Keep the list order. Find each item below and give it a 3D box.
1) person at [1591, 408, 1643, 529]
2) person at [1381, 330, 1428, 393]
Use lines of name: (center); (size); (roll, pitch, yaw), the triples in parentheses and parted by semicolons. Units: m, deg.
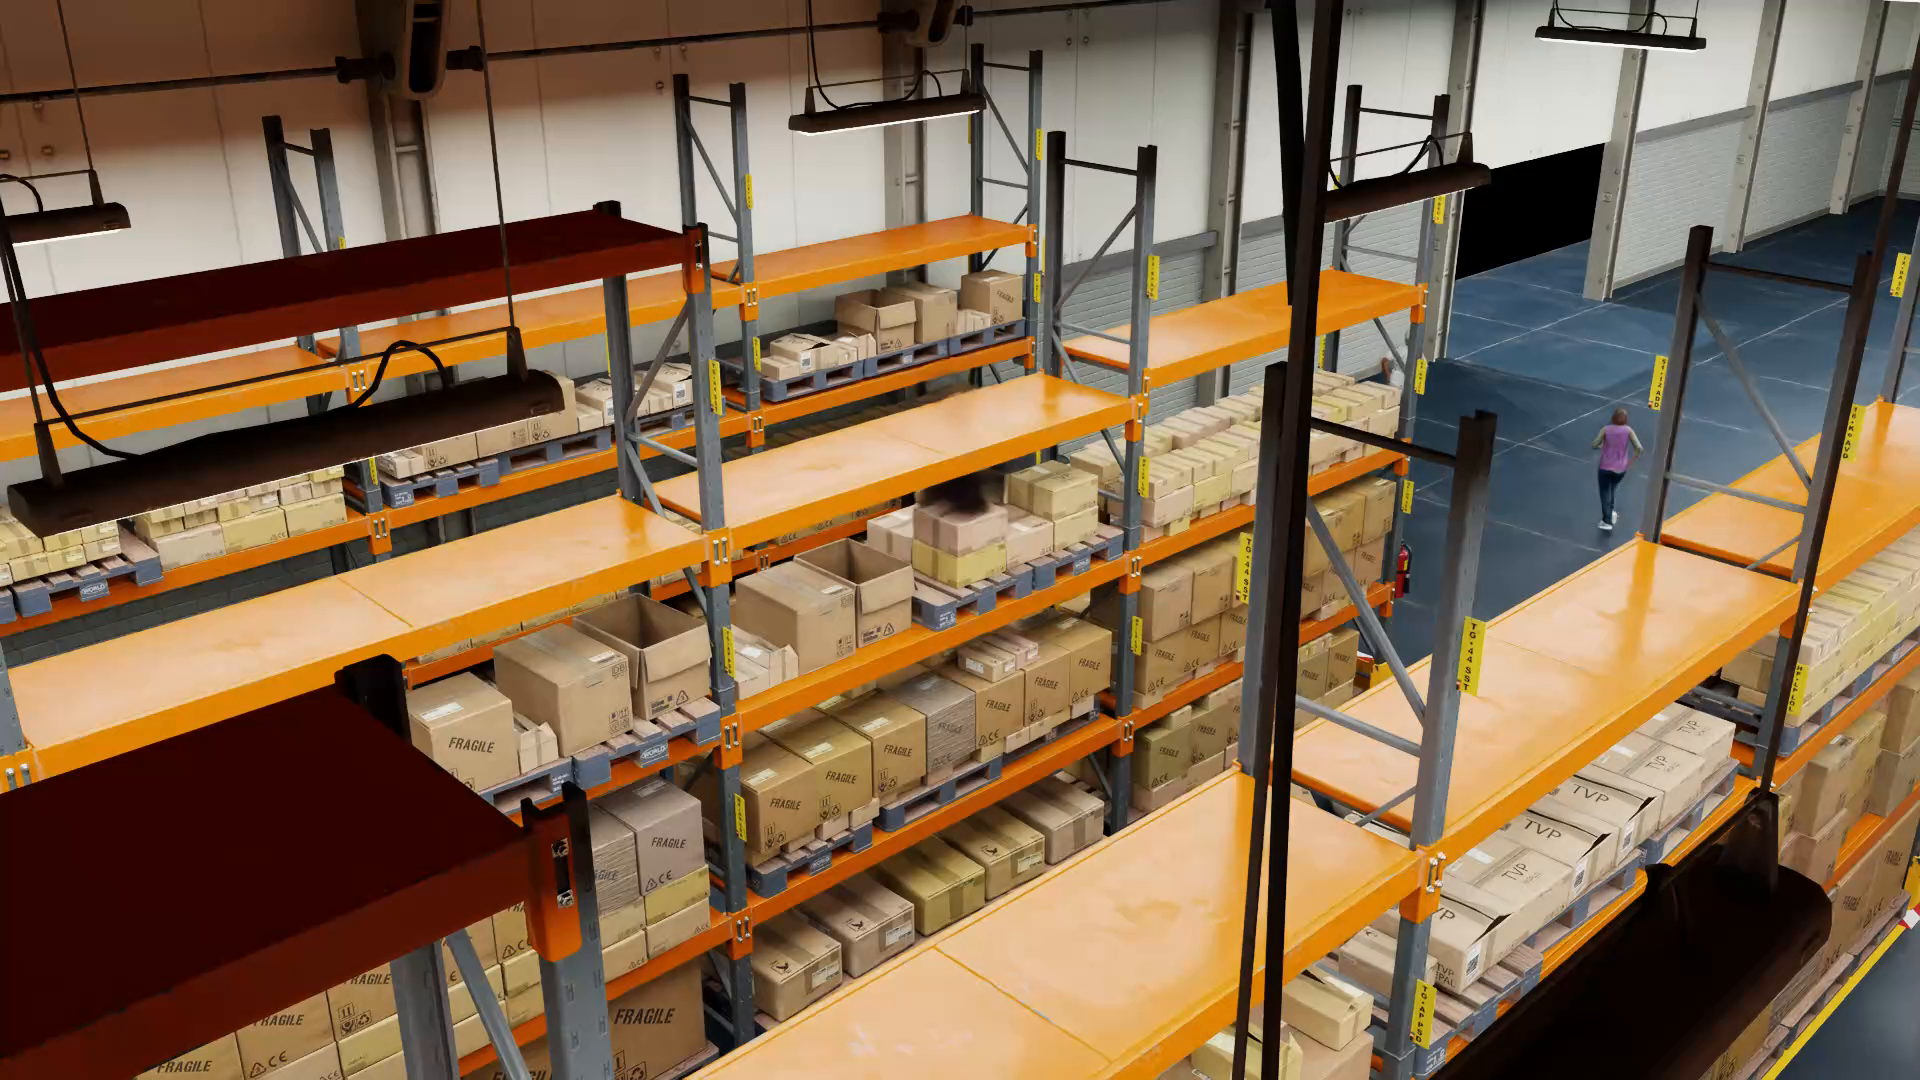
person: (8.218, -0.906, 20.956); (0.593, 1.577, 0.557); (5, 23, 12)
person: (6.485, -2.271, 24.186); (0.661, 1.638, 0.570); (18, 28, 37)
